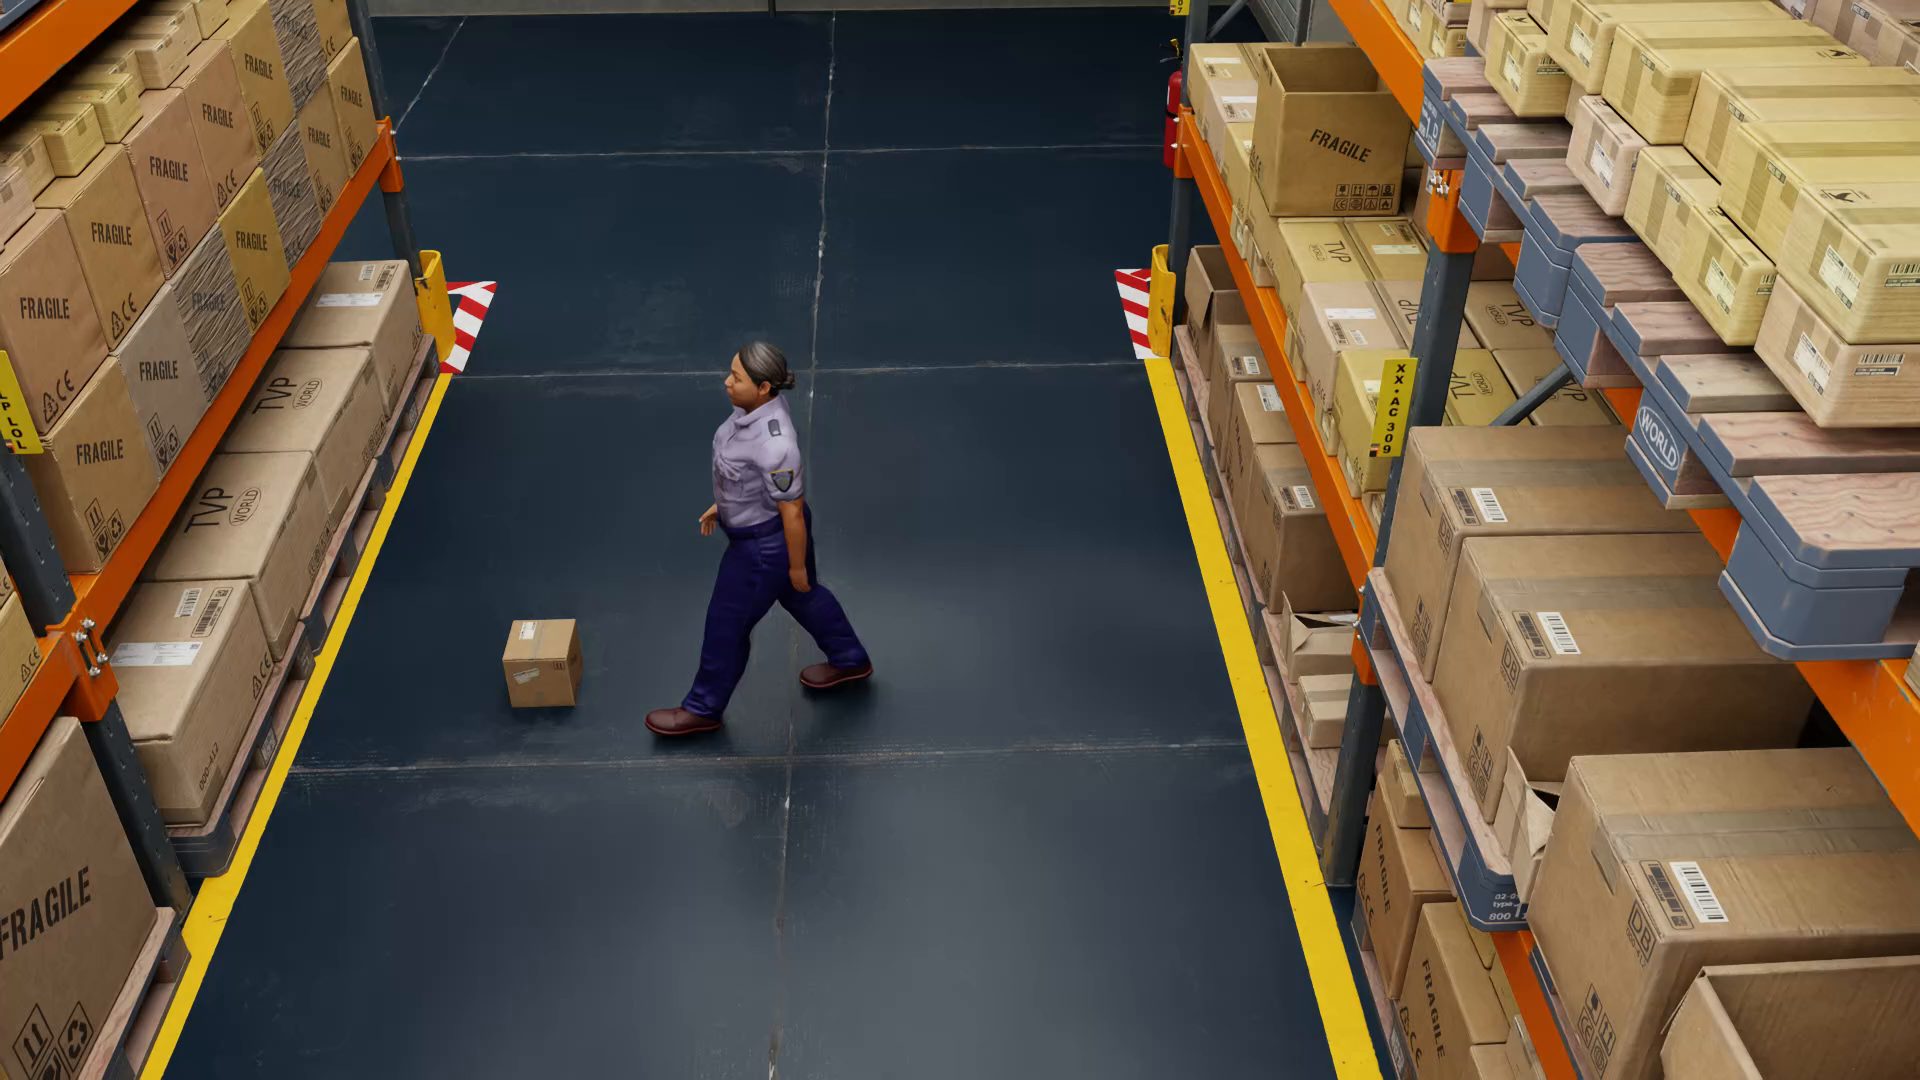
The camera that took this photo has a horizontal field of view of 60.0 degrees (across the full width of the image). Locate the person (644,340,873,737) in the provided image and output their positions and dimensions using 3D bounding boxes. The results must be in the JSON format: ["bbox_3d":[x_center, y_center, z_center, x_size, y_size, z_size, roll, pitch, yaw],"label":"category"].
[{"bbox_3d":[-0.792,-0.023,6.186,0.903,1.604,0.484,-3,36,-5],"label":"person"}]
